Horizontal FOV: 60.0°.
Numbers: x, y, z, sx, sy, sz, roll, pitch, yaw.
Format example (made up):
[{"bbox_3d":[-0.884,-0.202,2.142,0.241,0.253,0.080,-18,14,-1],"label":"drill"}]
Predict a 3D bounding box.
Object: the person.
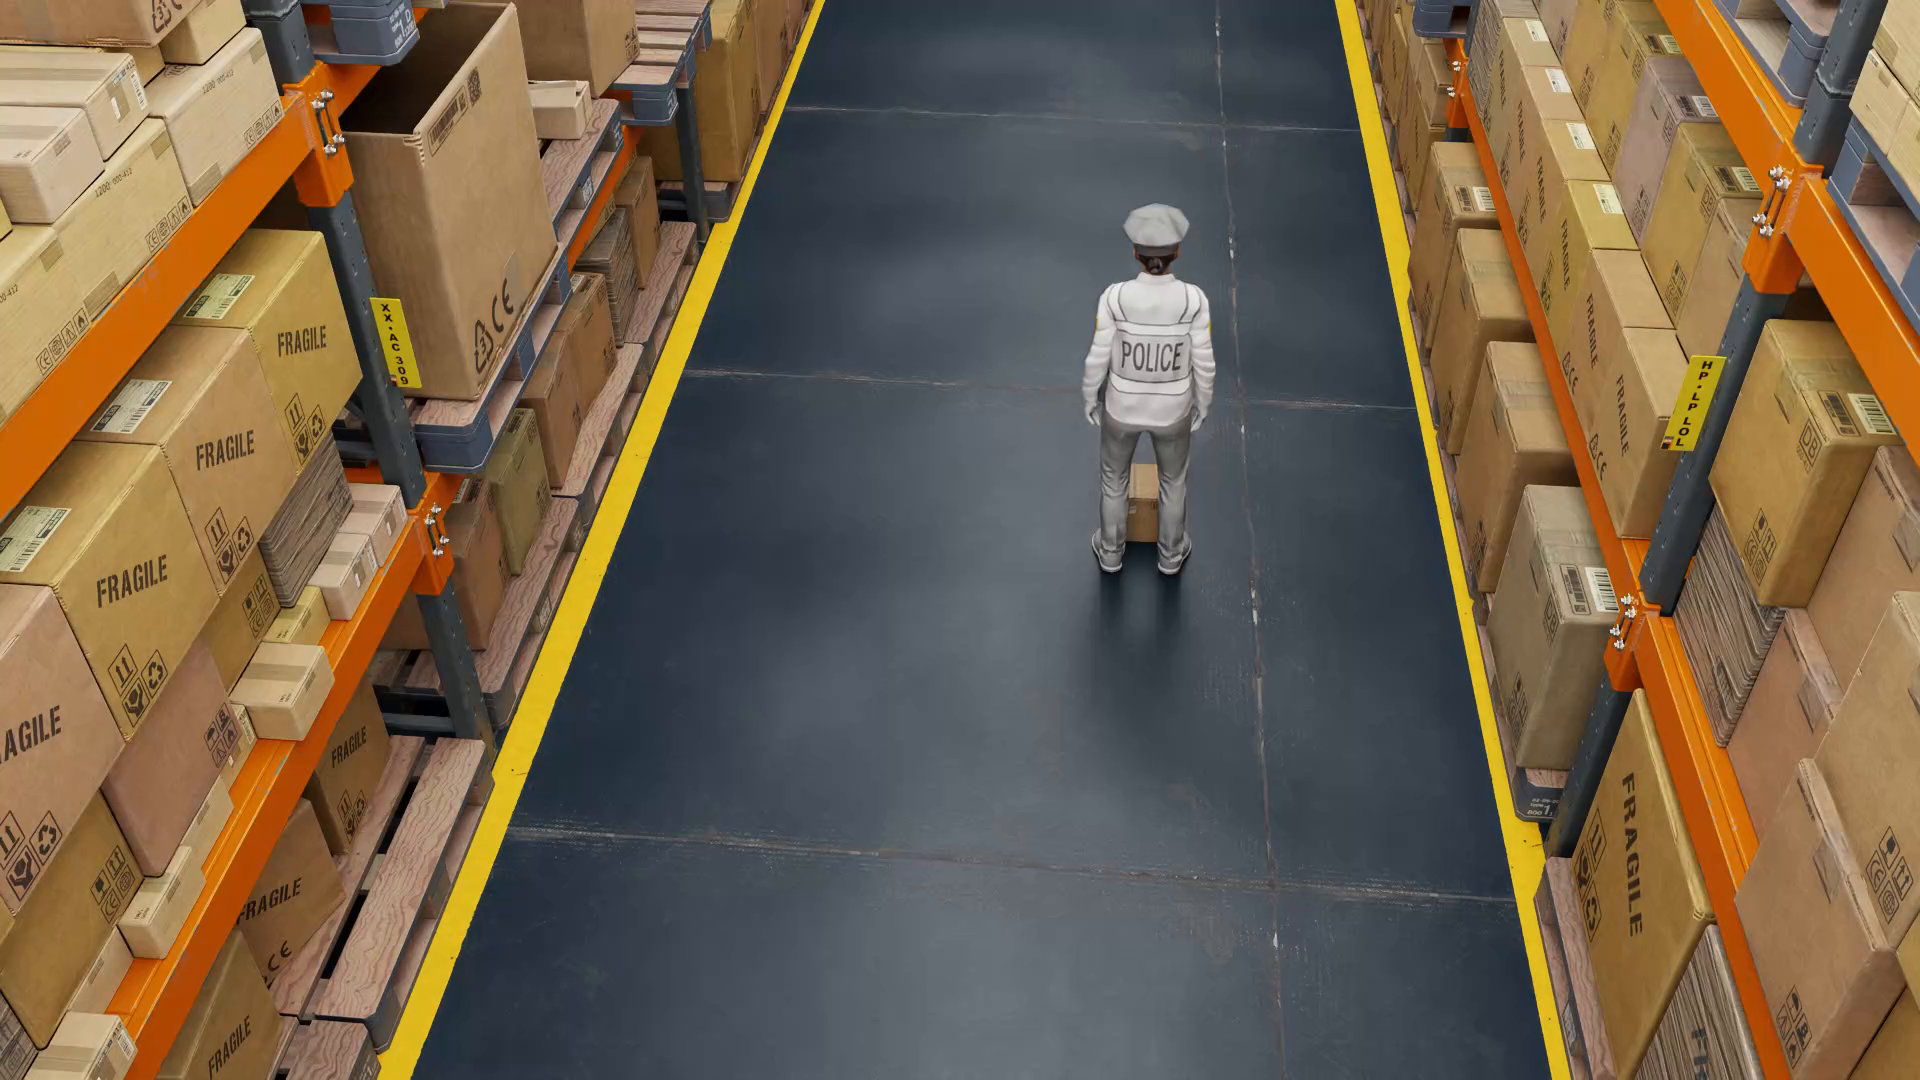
[{"bbox_3d":[0.764,-0.553,6.806,0.528,1.663,0.372,3,40,4],"label":"person"}]
